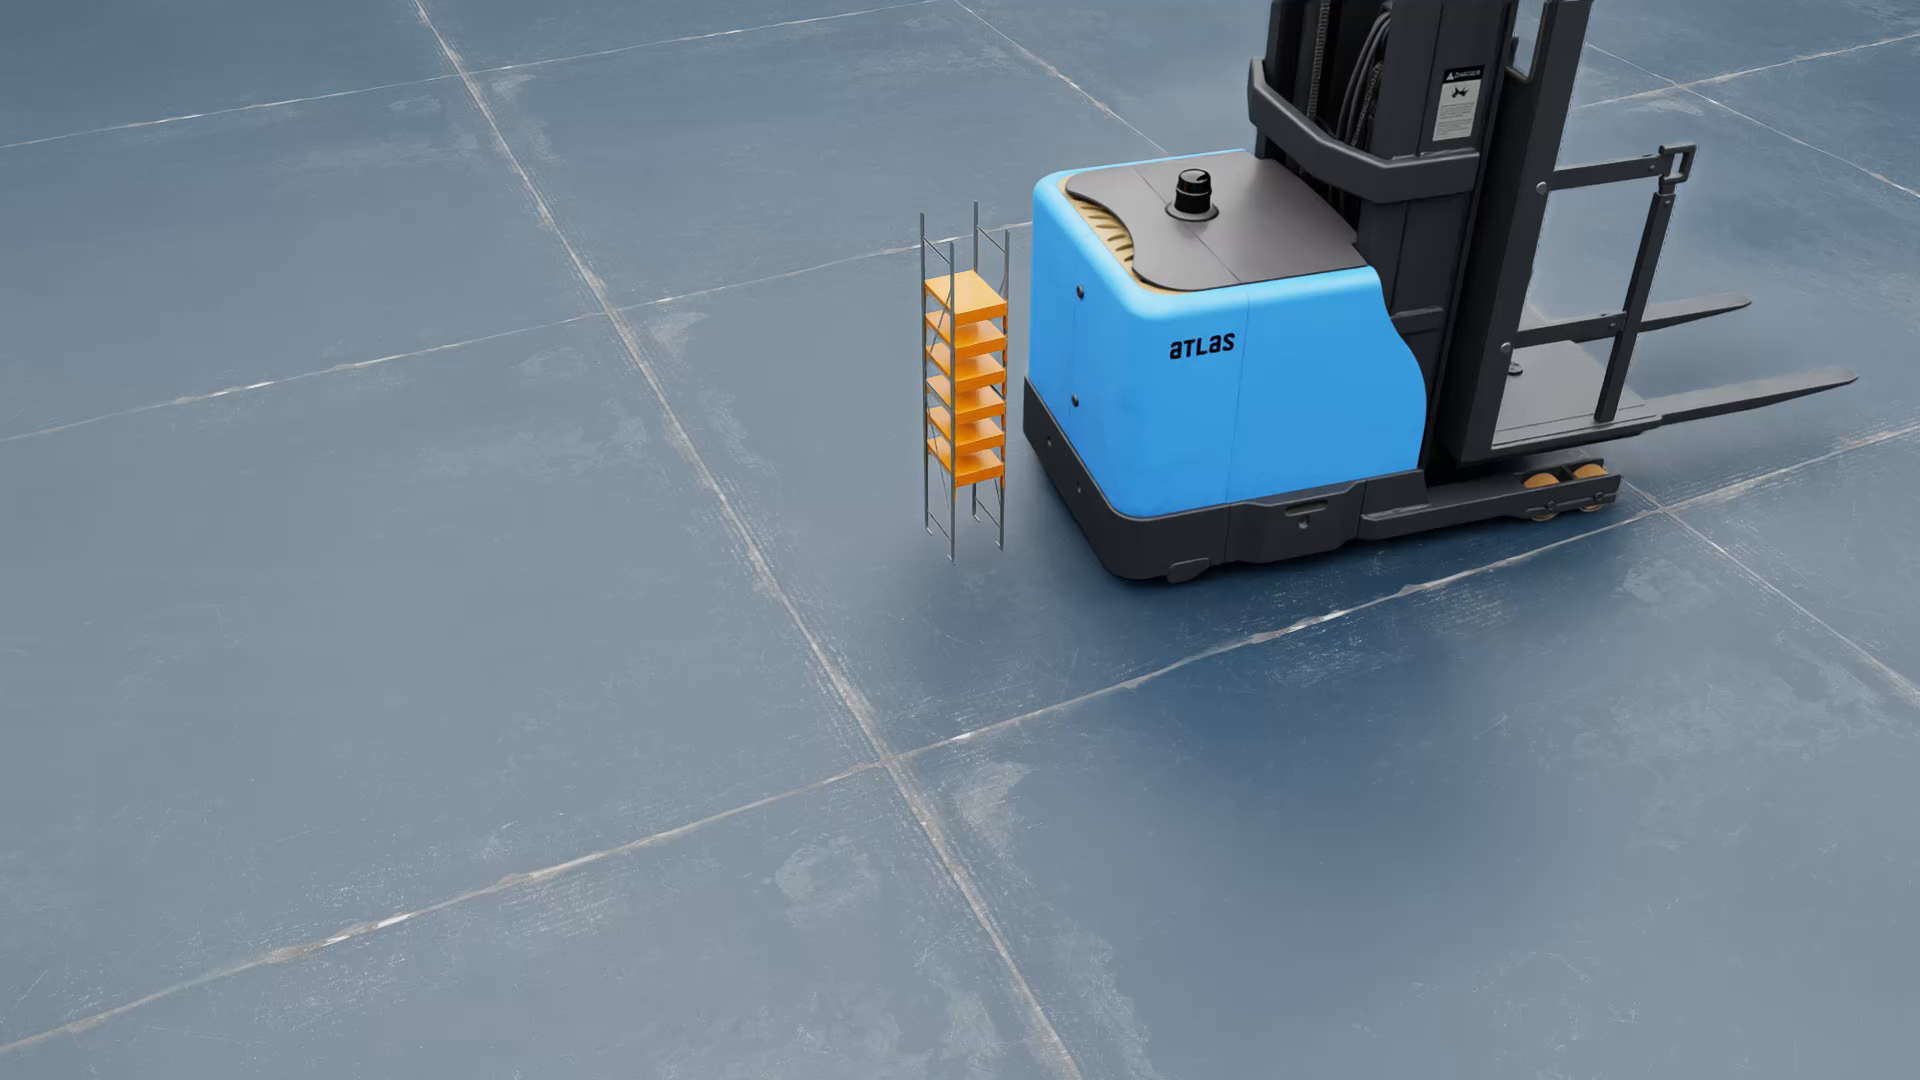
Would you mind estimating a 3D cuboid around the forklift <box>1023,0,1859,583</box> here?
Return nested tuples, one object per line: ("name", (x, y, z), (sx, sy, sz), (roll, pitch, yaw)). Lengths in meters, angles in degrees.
("forklift", (1.809, -1.535, 5.359), (3.031, 2.935, 1.130), (-10, 38, -13))

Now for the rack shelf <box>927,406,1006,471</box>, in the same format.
("rack shelf", (0.013, -0.354, 5.495), (0.180, 0.103, 0.258), (-16, 39, -20))

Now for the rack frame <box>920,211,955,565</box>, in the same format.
("rack frame", (-0.070, -0.462, 5.366), (0.006, 1.200, 0.240), (-16, 39, -20))

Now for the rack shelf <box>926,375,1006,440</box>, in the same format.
("rack shelf", (0.013, -0.450, 5.424), (0.180, 0.103, 0.258), (-16, 39, -20))

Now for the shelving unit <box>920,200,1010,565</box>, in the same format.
("shelving unit", (0.013, -0.486, 5.398), (0.189, 1.200, 0.258), (-16, 39, -20))

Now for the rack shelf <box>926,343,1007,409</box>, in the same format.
("rack shelf", (0.013, -0.546, 5.352), (0.180, 0.103, 0.258), (-16, 39, -20))

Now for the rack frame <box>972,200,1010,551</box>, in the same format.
("rack frame", (0.096, -0.509, 5.429), (0.006, 1.200, 0.240), (-16, 39, -20))

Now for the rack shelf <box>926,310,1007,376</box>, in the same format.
("rack shelf", (0.013, -0.643, 5.281), (0.180, 0.103, 0.258), (-16, 39, -20))

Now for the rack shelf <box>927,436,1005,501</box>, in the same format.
("rack shelf", (0.013, -0.257, 5.567), (0.180, 0.103, 0.258), (-16, 39, -20))

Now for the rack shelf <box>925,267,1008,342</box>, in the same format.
("rack shelf", (0.013, -0.739, 5.210), (0.180, 0.103, 0.258), (-16, 39, -20))
